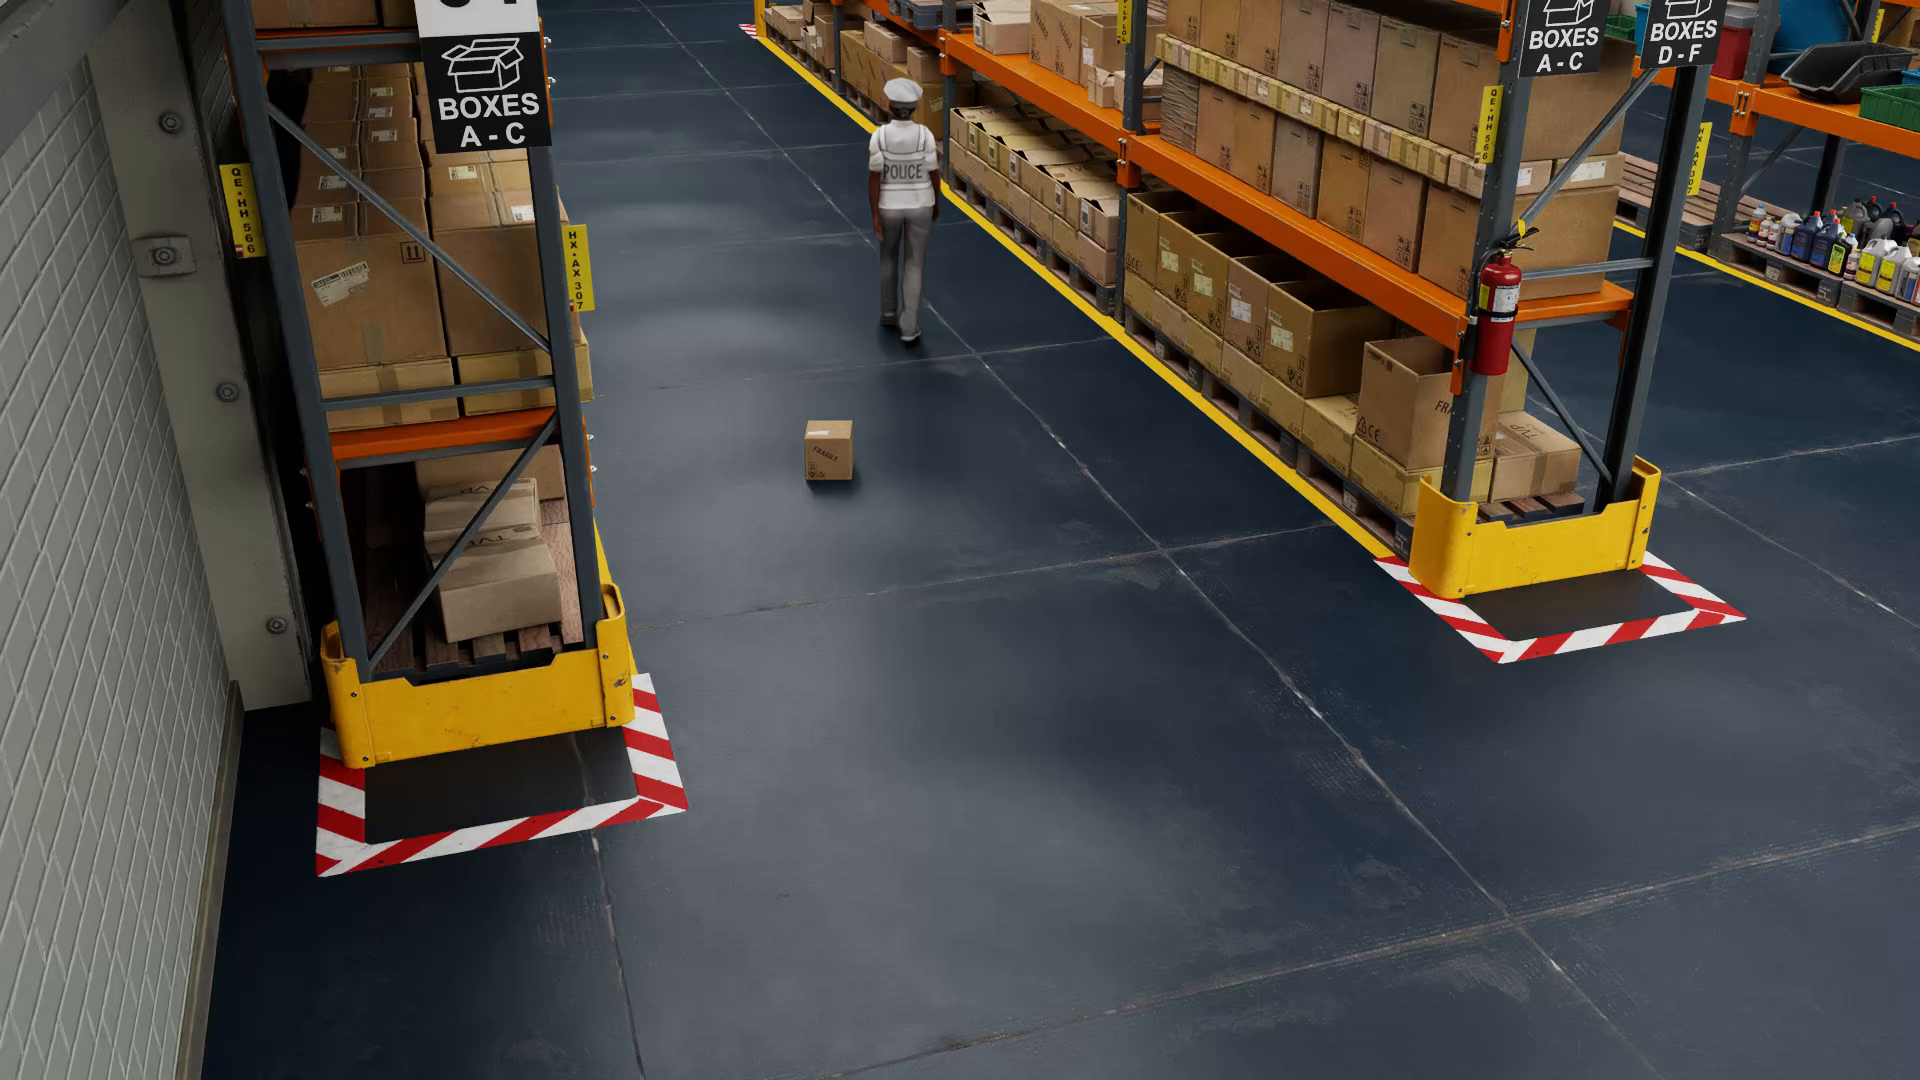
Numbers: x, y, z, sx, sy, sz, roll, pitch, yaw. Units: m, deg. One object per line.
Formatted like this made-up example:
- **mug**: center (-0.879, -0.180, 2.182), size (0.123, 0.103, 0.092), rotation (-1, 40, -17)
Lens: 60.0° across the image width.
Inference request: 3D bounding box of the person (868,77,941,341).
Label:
- **person**: center (-0.359, -2.158, 10.938), size (0.464, 1.734, 0.706), rotation (0, 26, 1)
